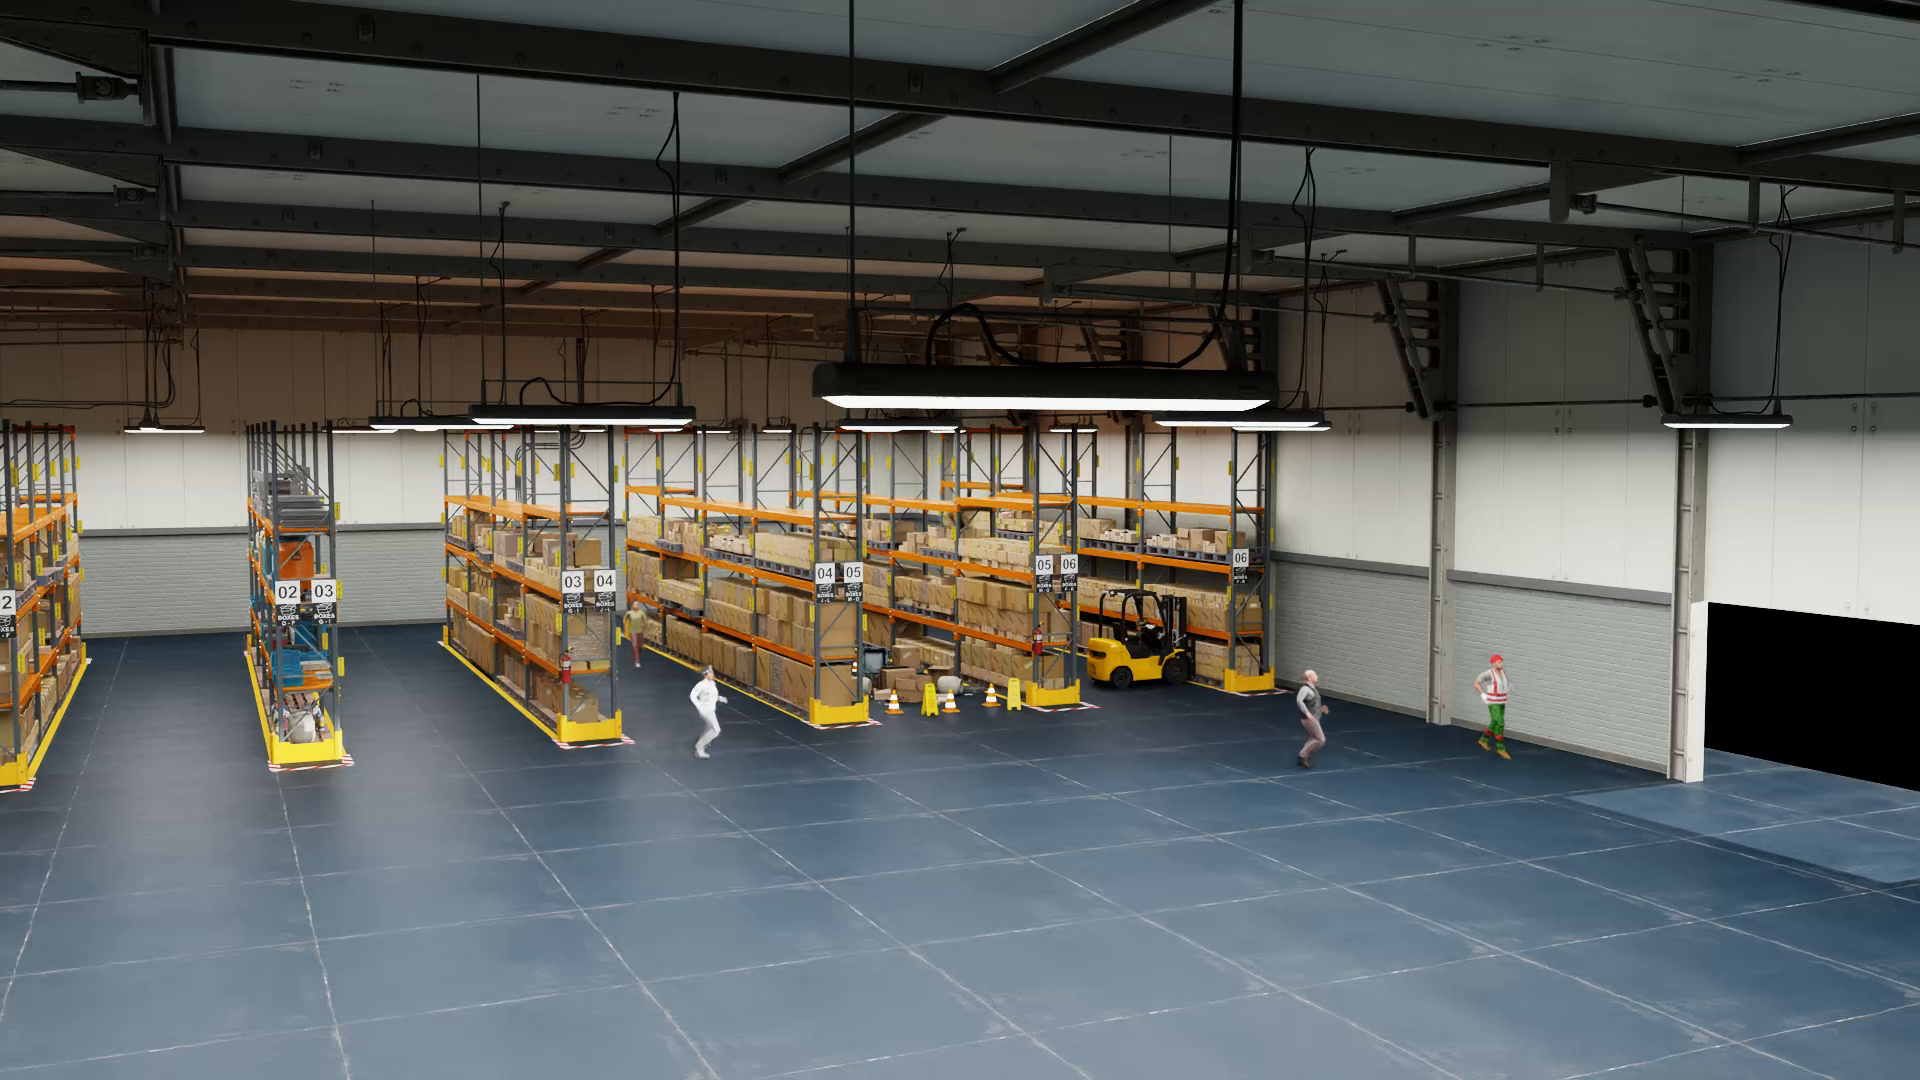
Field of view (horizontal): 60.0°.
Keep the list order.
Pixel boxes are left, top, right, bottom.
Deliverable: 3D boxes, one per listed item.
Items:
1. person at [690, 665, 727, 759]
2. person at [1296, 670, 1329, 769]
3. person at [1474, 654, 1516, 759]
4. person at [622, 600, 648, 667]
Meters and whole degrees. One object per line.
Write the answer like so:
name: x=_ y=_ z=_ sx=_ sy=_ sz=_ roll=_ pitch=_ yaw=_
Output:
person: x=-4.433 y=3.040 z=29.493 sx=0.592 sy=1.660 sz=0.593 roll=1 pitch=4 yaw=15
person: x=6.065 y=3.091 z=28.598 sx=0.542 sy=1.706 sz=0.642 roll=1 pitch=4 yaw=20
person: x=9.598 y=2.957 z=29.794 sx=0.640 sy=1.823 sz=0.814 roll=-2 pitch=4 yaw=-33
person: x=-8.061 y=2.301 z=41.341 sx=0.604 sy=1.647 sz=0.907 roll=-1 pitch=4 yaw=-22
